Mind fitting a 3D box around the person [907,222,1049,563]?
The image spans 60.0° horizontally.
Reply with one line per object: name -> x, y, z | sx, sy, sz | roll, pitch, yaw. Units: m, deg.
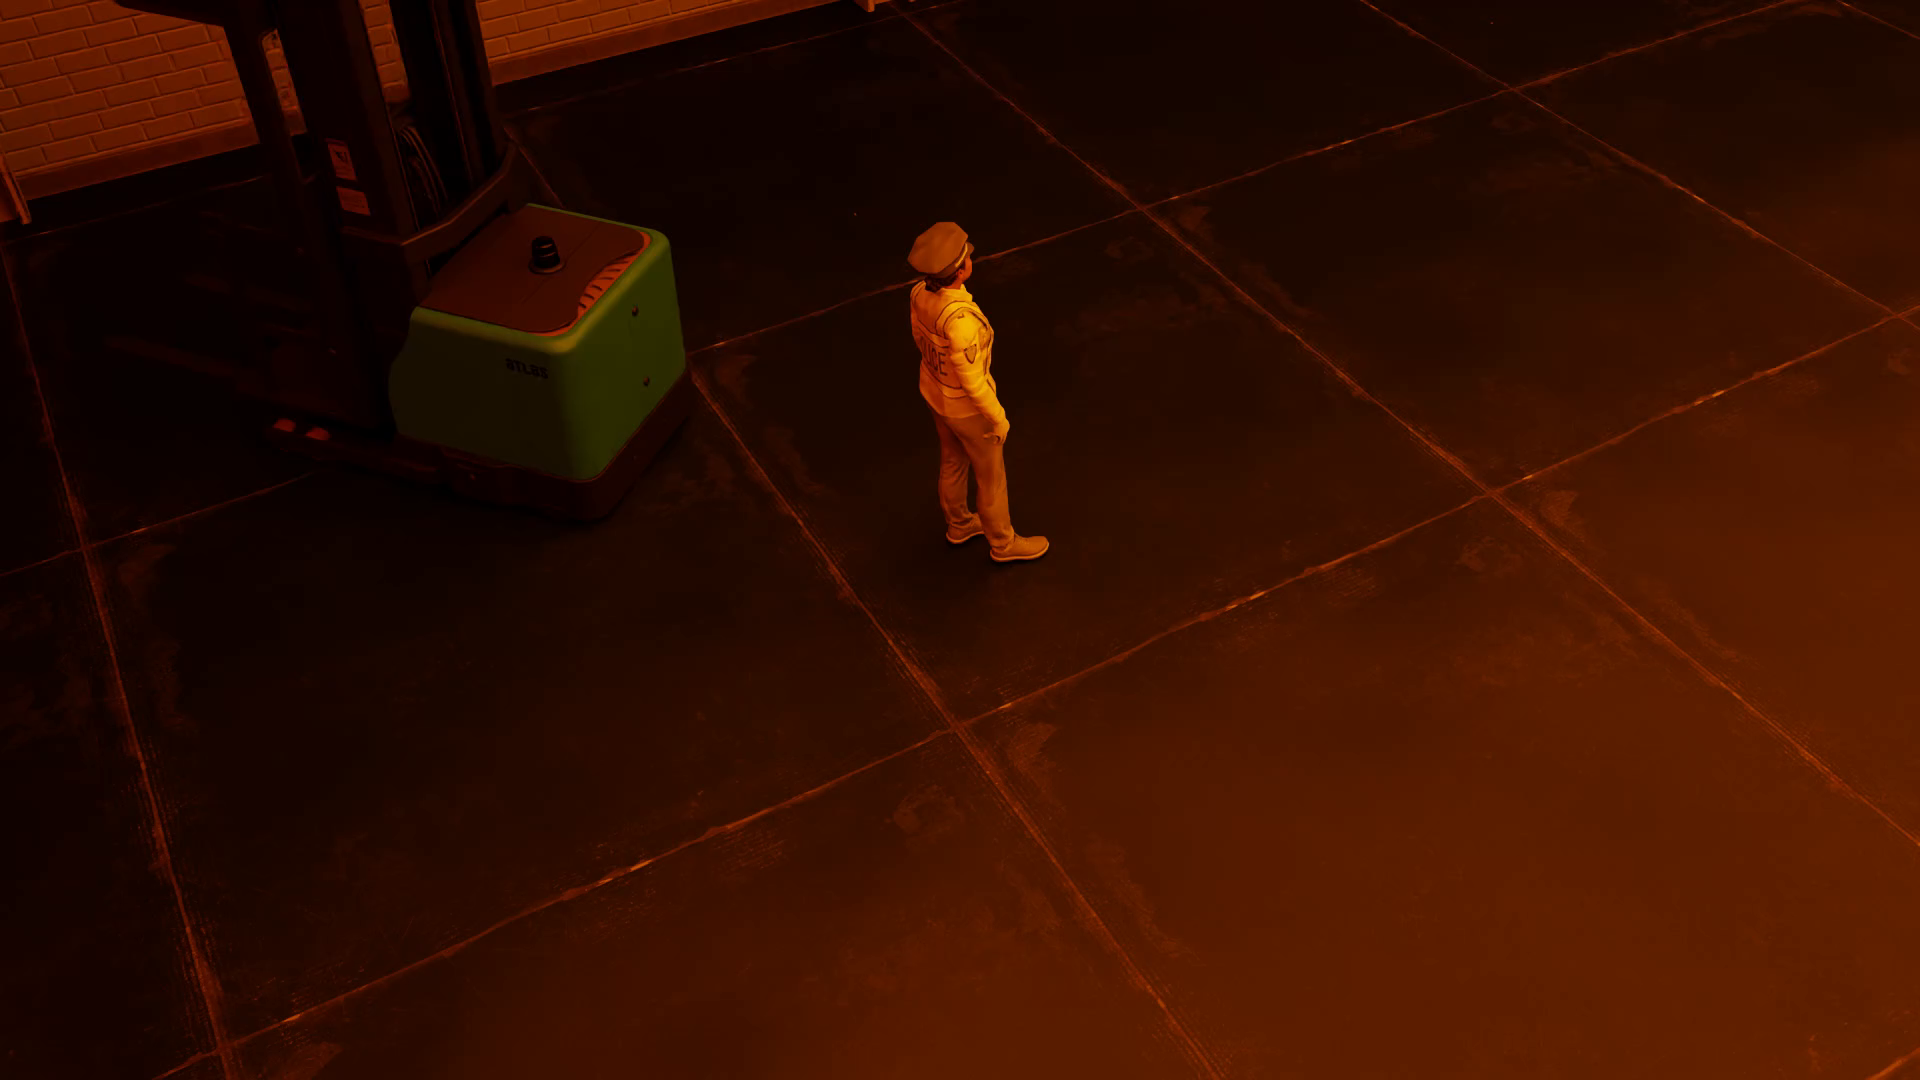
person -> 0.063, -0.646, 7.292 | 0.532, 1.694, 0.586 | -21, 47, -21

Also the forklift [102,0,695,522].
forklift -> -2.926, -1.788, 7.626 | 3.031, 2.935, 1.130 | 14, 45, 15
